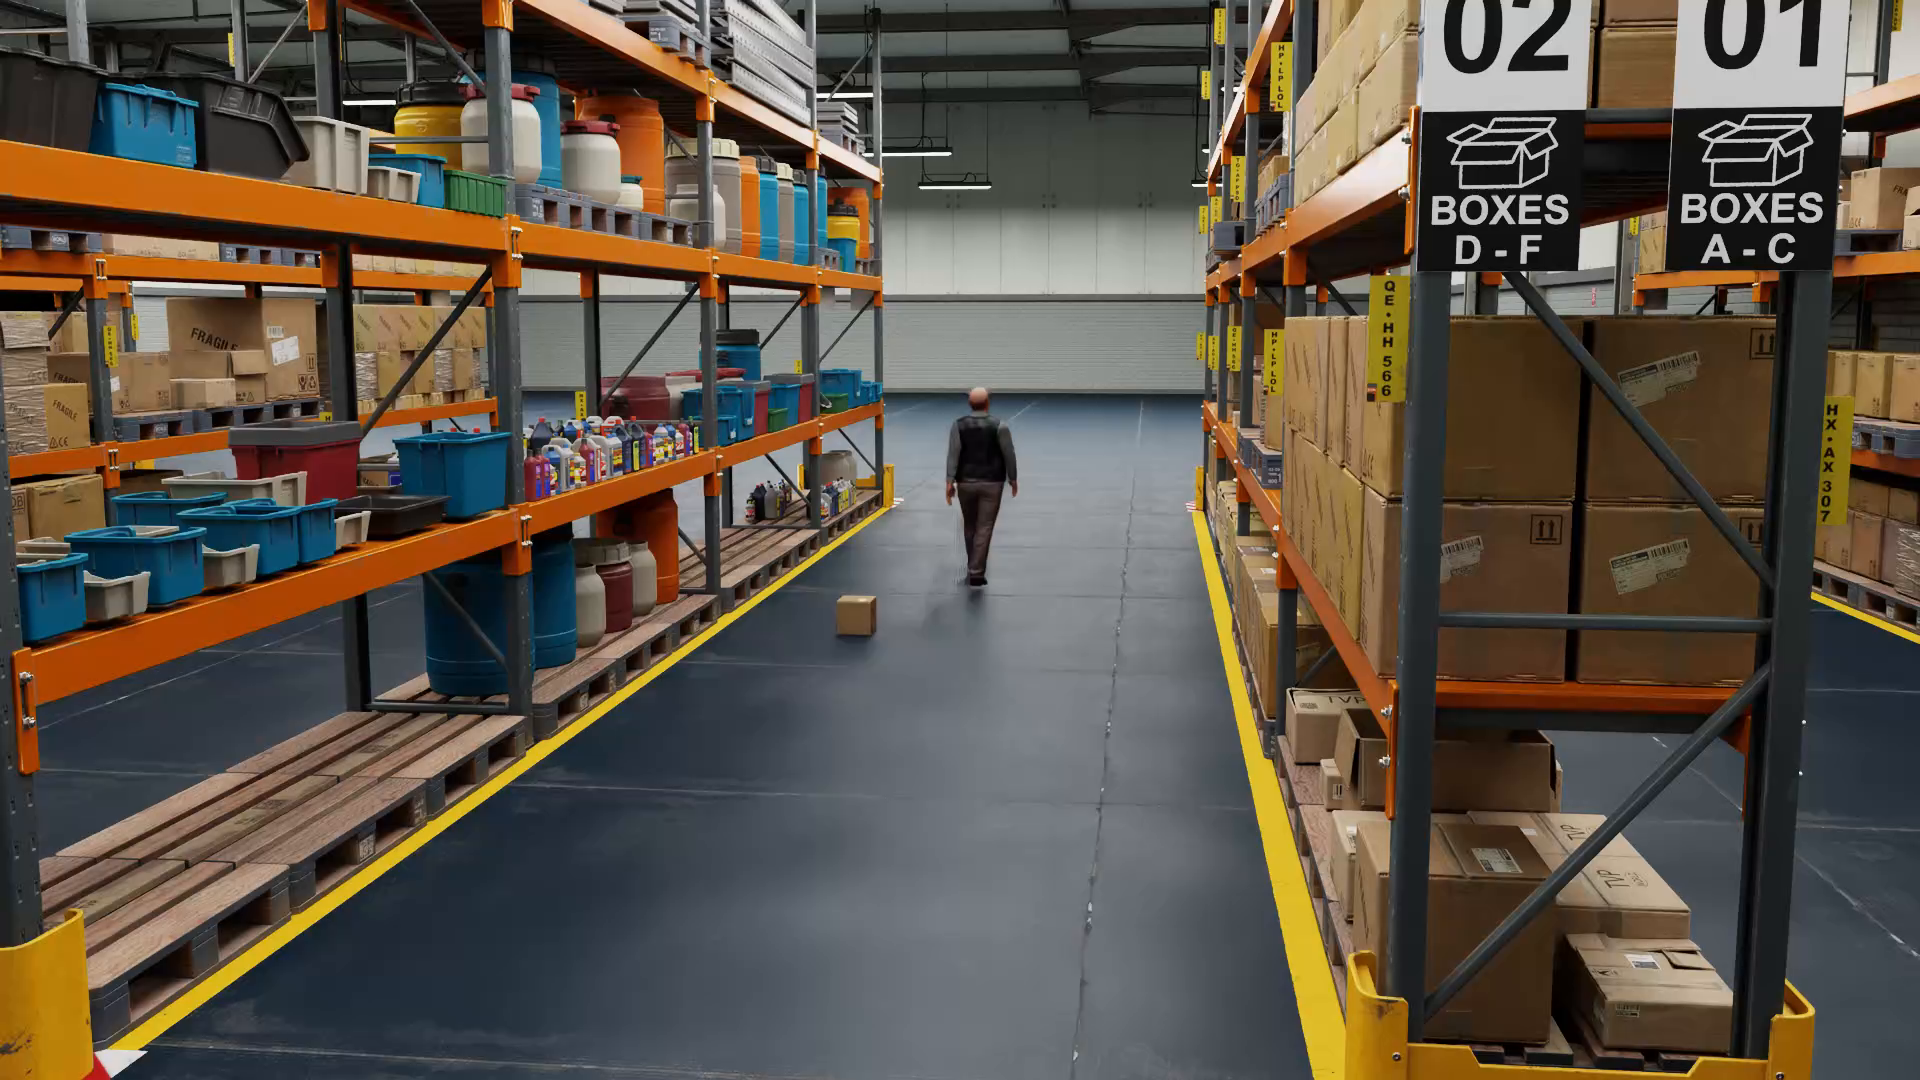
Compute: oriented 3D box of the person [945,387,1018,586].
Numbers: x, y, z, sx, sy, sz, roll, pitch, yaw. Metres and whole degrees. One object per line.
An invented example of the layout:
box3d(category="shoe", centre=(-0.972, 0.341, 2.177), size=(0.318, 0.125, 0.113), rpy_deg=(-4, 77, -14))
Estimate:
box3d(category="person", centre=(0.211, -0.477, 14.395), size=(0.579, 1.695, 0.904), rpy_deg=(2, 8, 15))
